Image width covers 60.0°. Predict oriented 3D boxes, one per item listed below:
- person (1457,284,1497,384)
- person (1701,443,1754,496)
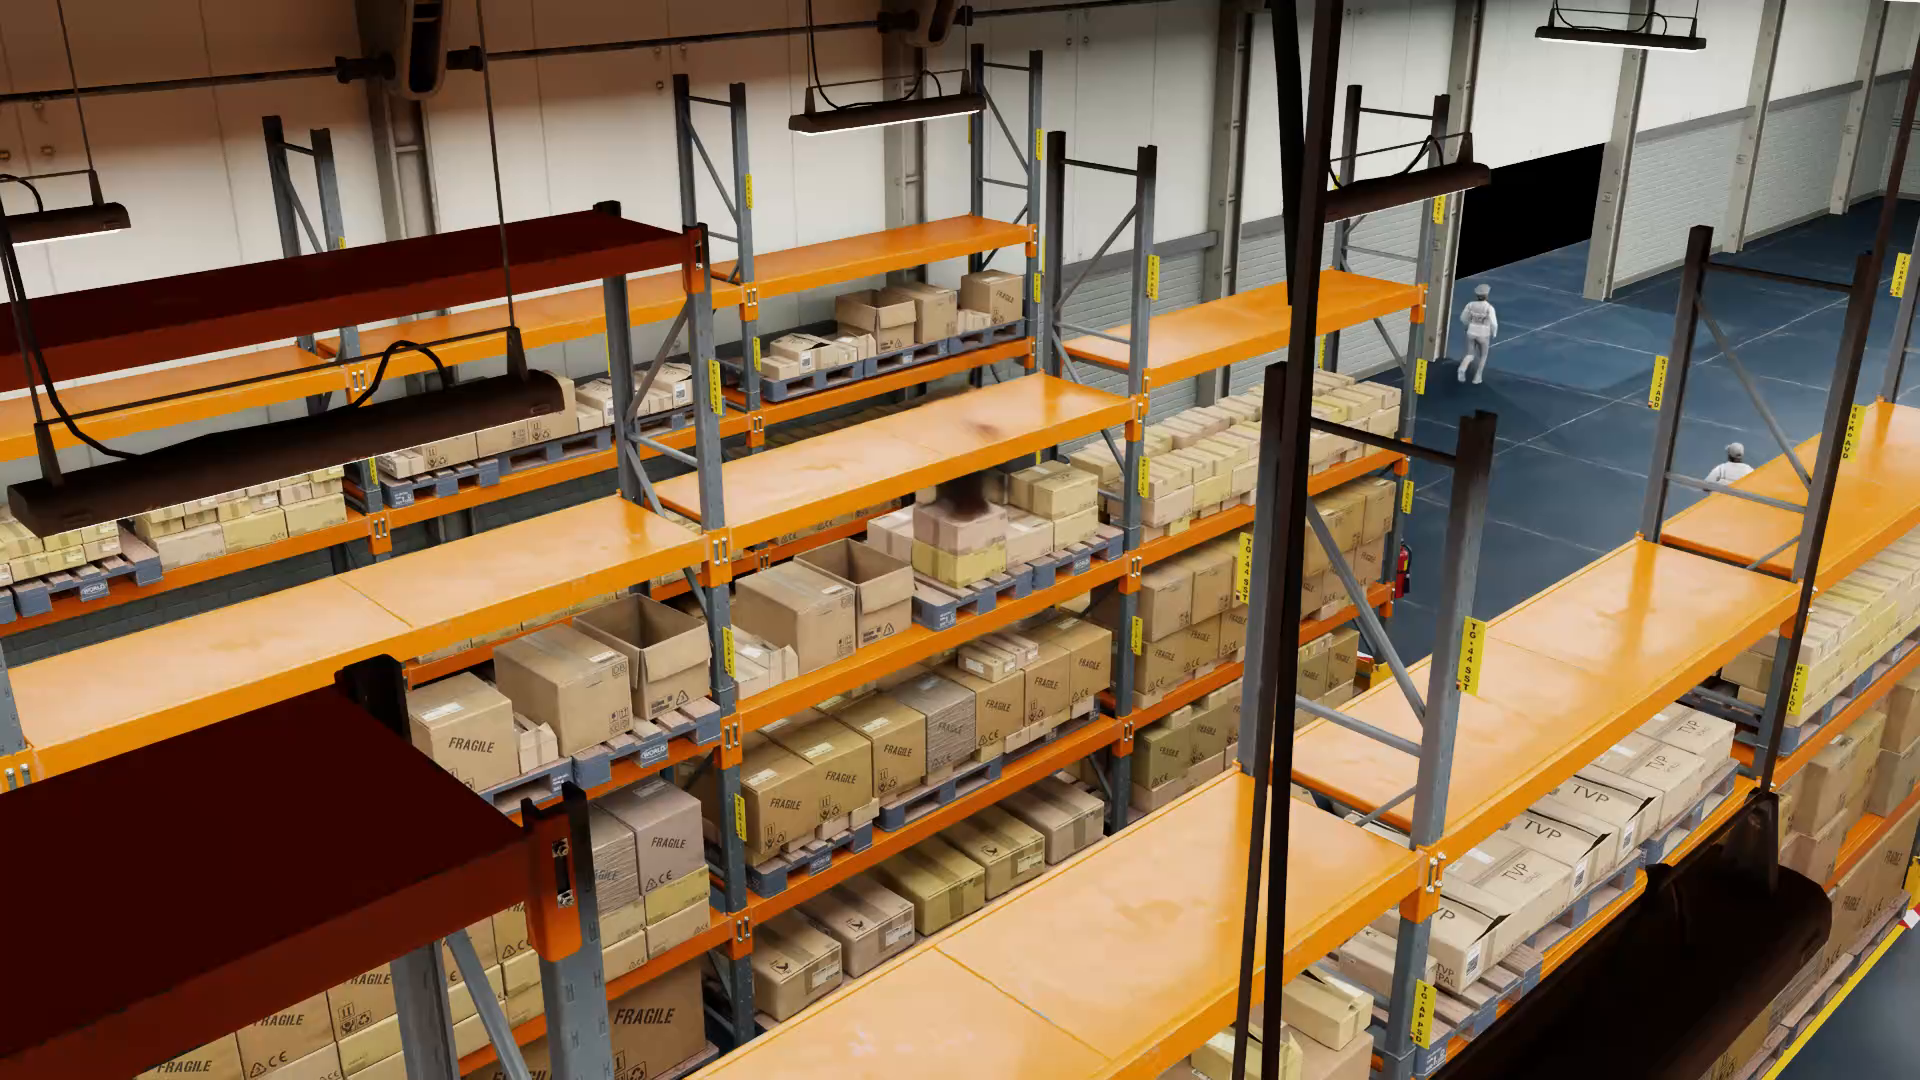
[{"bbox_3d":[8.260,-3.260,26.564,0.655,1.648,0.719,17,28,35],"label":"person"},{"bbox_3d":[8.934,-0.323,19.401,0.599,1.668,0.919,1,22,2],"label":"person"}]
